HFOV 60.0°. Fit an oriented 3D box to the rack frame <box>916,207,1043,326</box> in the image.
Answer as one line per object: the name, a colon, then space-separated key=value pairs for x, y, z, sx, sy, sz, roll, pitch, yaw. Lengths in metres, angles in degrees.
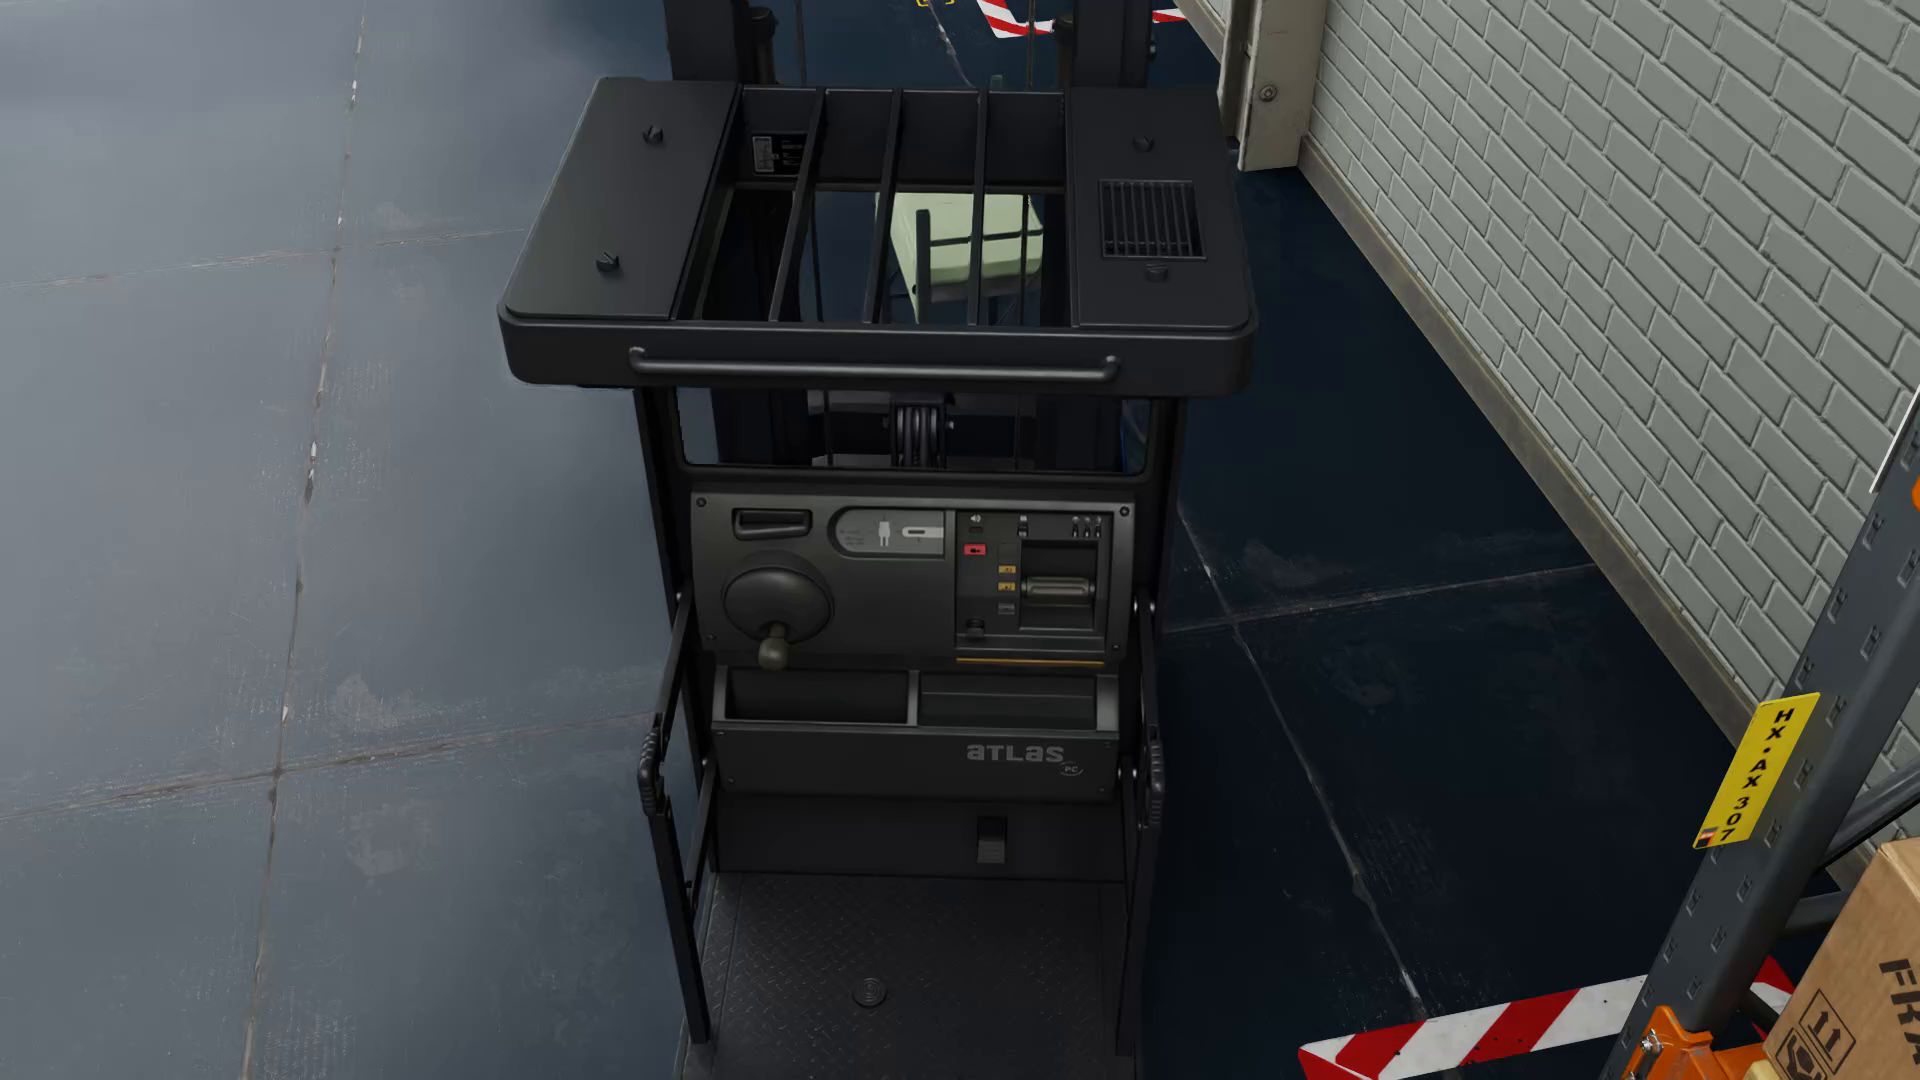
rack frame: x=0.079 y=-0.355 z=5.020 sx=0.400 sy=1.500 sz=0.023 roll=-8 pitch=42 yaw=-9

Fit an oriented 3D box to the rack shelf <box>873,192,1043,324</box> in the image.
rack shelf: x=0.006 y=-0.885 z=5.029 sx=0.431 sy=0.370 sz=0.720 roll=-8 pitch=42 yaw=-9

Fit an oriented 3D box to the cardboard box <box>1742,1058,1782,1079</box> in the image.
cardboard box: x=1.498 y=1.001 z=2.461 sx=0.500 sy=0.250 sz=0.500 roll=-9 pitch=42 yaw=-11

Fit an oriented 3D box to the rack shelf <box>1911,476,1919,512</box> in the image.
rack shelf: x=2.134 y=1.034 z=0.608 sx=1.077 sy=0.370 sz=4.000 roll=-8 pitch=42 yaw=-9

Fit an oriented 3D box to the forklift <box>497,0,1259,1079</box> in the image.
forklift: x=-0.106 y=0.167 z=3.354 sx=1.130 sy=2.935 sz=3.031 roll=1 pitch=42 yaw=1

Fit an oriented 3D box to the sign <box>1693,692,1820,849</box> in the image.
sign: x=1.173 y=0.344 z=2.450 sx=0.100 sy=0.325 sz=0.005 roll=-8 pitch=42 yaw=-9

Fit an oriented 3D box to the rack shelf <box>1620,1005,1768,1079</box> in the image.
rack shelf: x=2.134 y=2.156 z=1.604 sx=1.077 sy=0.370 sz=4.000 roll=-8 pitch=42 yaw=-9

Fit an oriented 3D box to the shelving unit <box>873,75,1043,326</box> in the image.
shelving unit: x=0.006 y=-0.593 z=5.289 sx=0.431 sy=1.500 sz=0.755 roll=-8 pitch=42 yaw=-9

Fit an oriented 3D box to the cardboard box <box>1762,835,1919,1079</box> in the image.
cardboard box: x=1.512 y=0.711 z=2.223 sx=0.500 sy=0.500 sz=0.500 roll=-8 pitch=42 yaw=-9

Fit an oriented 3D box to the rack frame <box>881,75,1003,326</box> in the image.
rack frame: x=-0.067 y=-0.831 z=5.557 sx=0.400 sy=1.500 sz=0.023 roll=-8 pitch=42 yaw=-9

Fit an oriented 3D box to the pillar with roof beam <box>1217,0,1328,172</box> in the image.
pillar with roof beam: x=-2.800 y=-4.596 z=4.149 sx=9.100 sy=9.000 sz=0.400 roll=-8 pitch=42 yaw=-9

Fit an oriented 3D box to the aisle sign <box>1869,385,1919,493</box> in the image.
aisle sign: x=1.394 y=-0.386 z=1.967 sx=0.394 sy=0.787 sz=0.004 roll=-8 pitch=42 yaw=-9
